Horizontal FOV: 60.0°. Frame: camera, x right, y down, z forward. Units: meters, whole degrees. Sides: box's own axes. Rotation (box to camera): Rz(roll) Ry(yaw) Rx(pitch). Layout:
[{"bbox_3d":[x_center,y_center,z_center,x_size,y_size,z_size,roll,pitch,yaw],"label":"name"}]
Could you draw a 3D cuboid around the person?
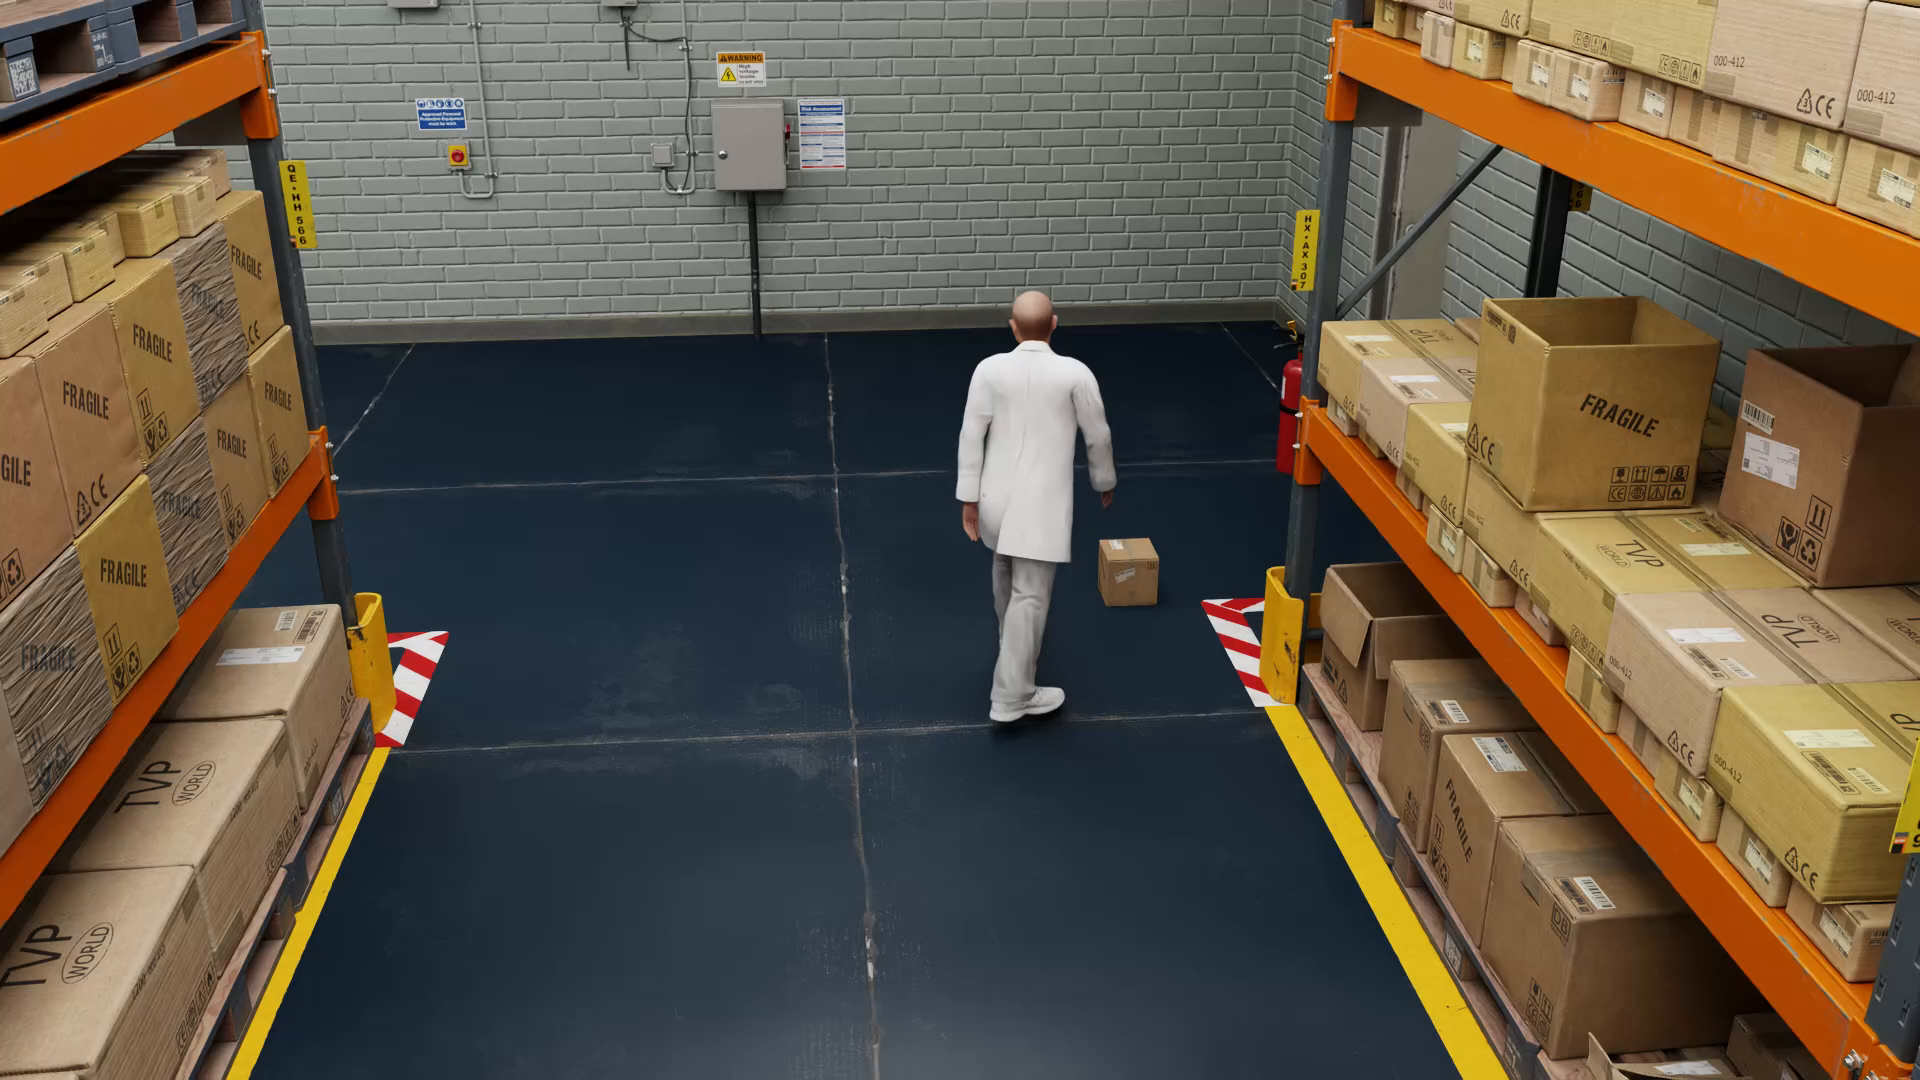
[{"bbox_3d":[0.314,-0.199,7.072,0.592,1.705,1.038,12,26,26],"label":"person"}]
